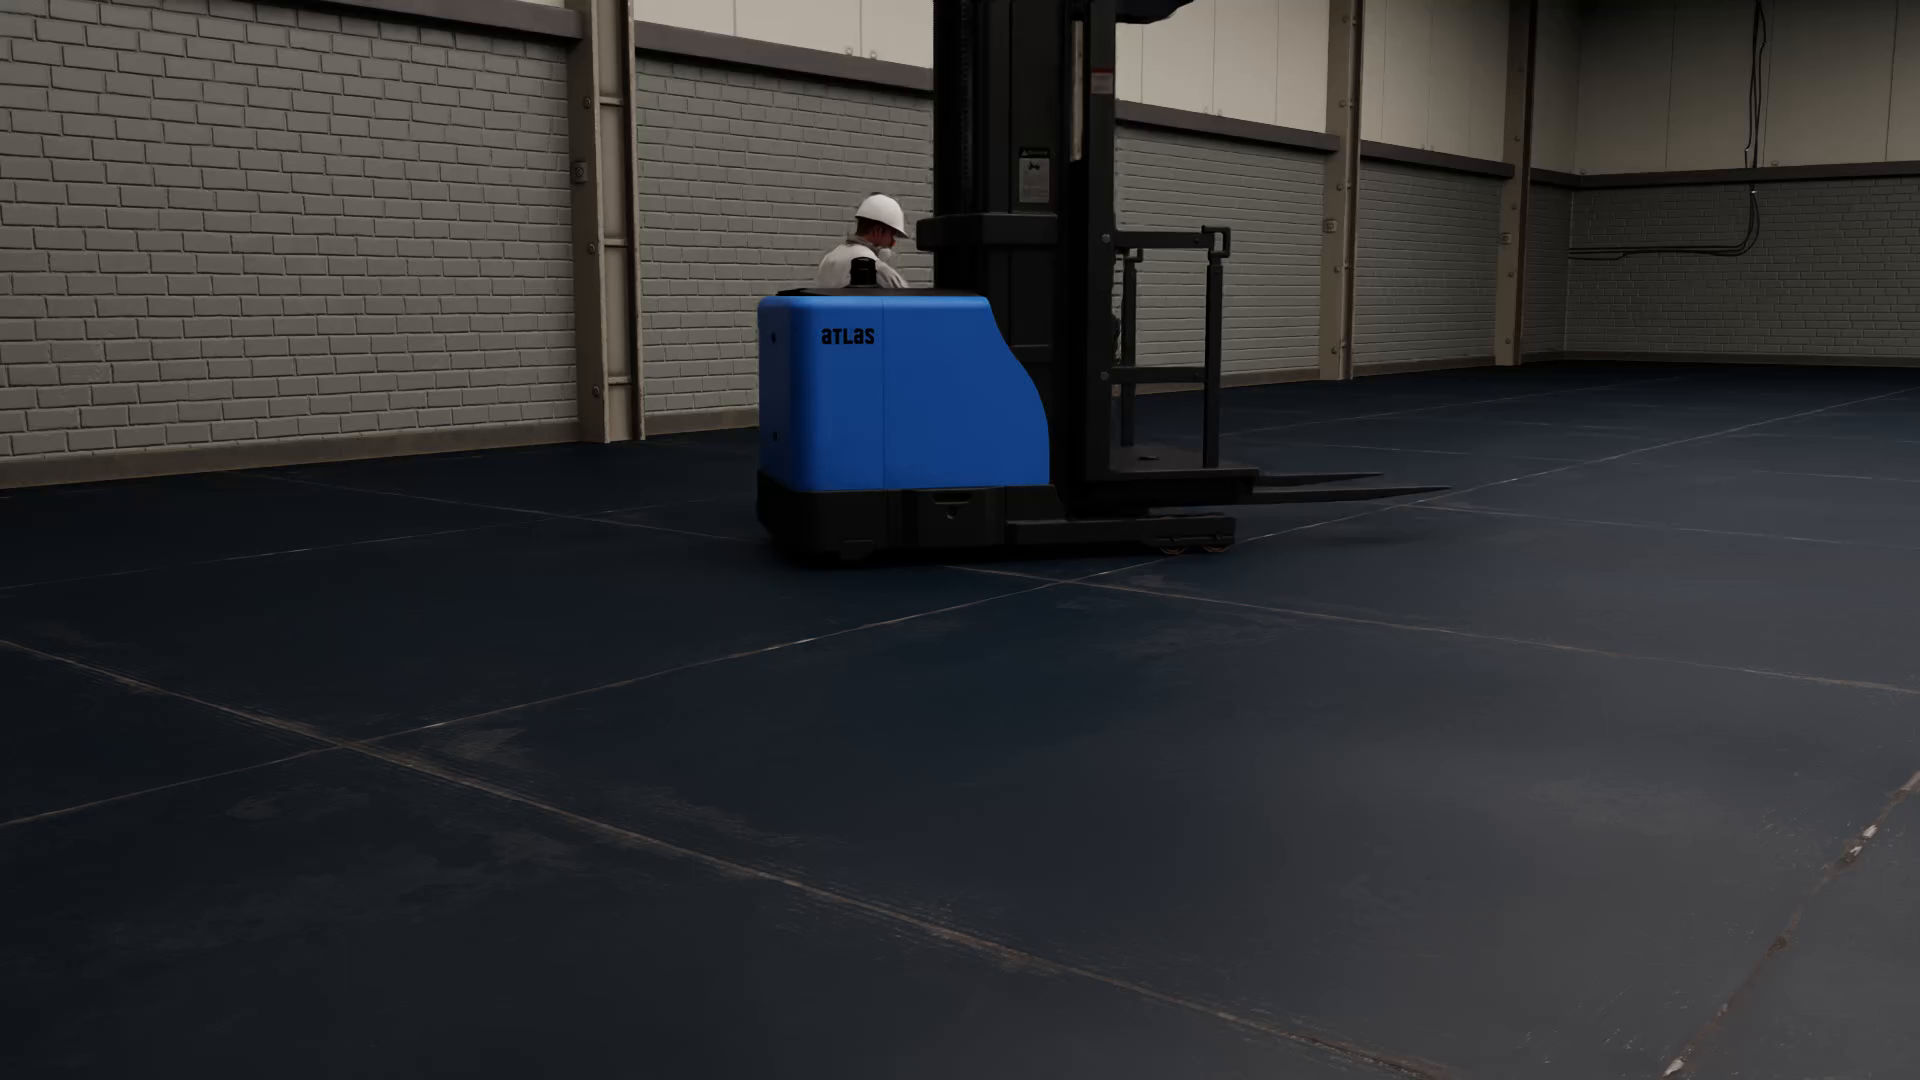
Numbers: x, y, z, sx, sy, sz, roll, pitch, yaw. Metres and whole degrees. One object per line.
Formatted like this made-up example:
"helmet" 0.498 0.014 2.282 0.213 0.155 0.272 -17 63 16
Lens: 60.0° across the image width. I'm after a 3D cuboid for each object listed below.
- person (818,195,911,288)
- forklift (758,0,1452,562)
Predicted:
"person" -0.373 -0.958 8.405 0.749 1.530 1.017 -4 9 -27
"forklift" 0.671 -1.457 7.242 3.031 2.935 1.130 -2 9 -15
